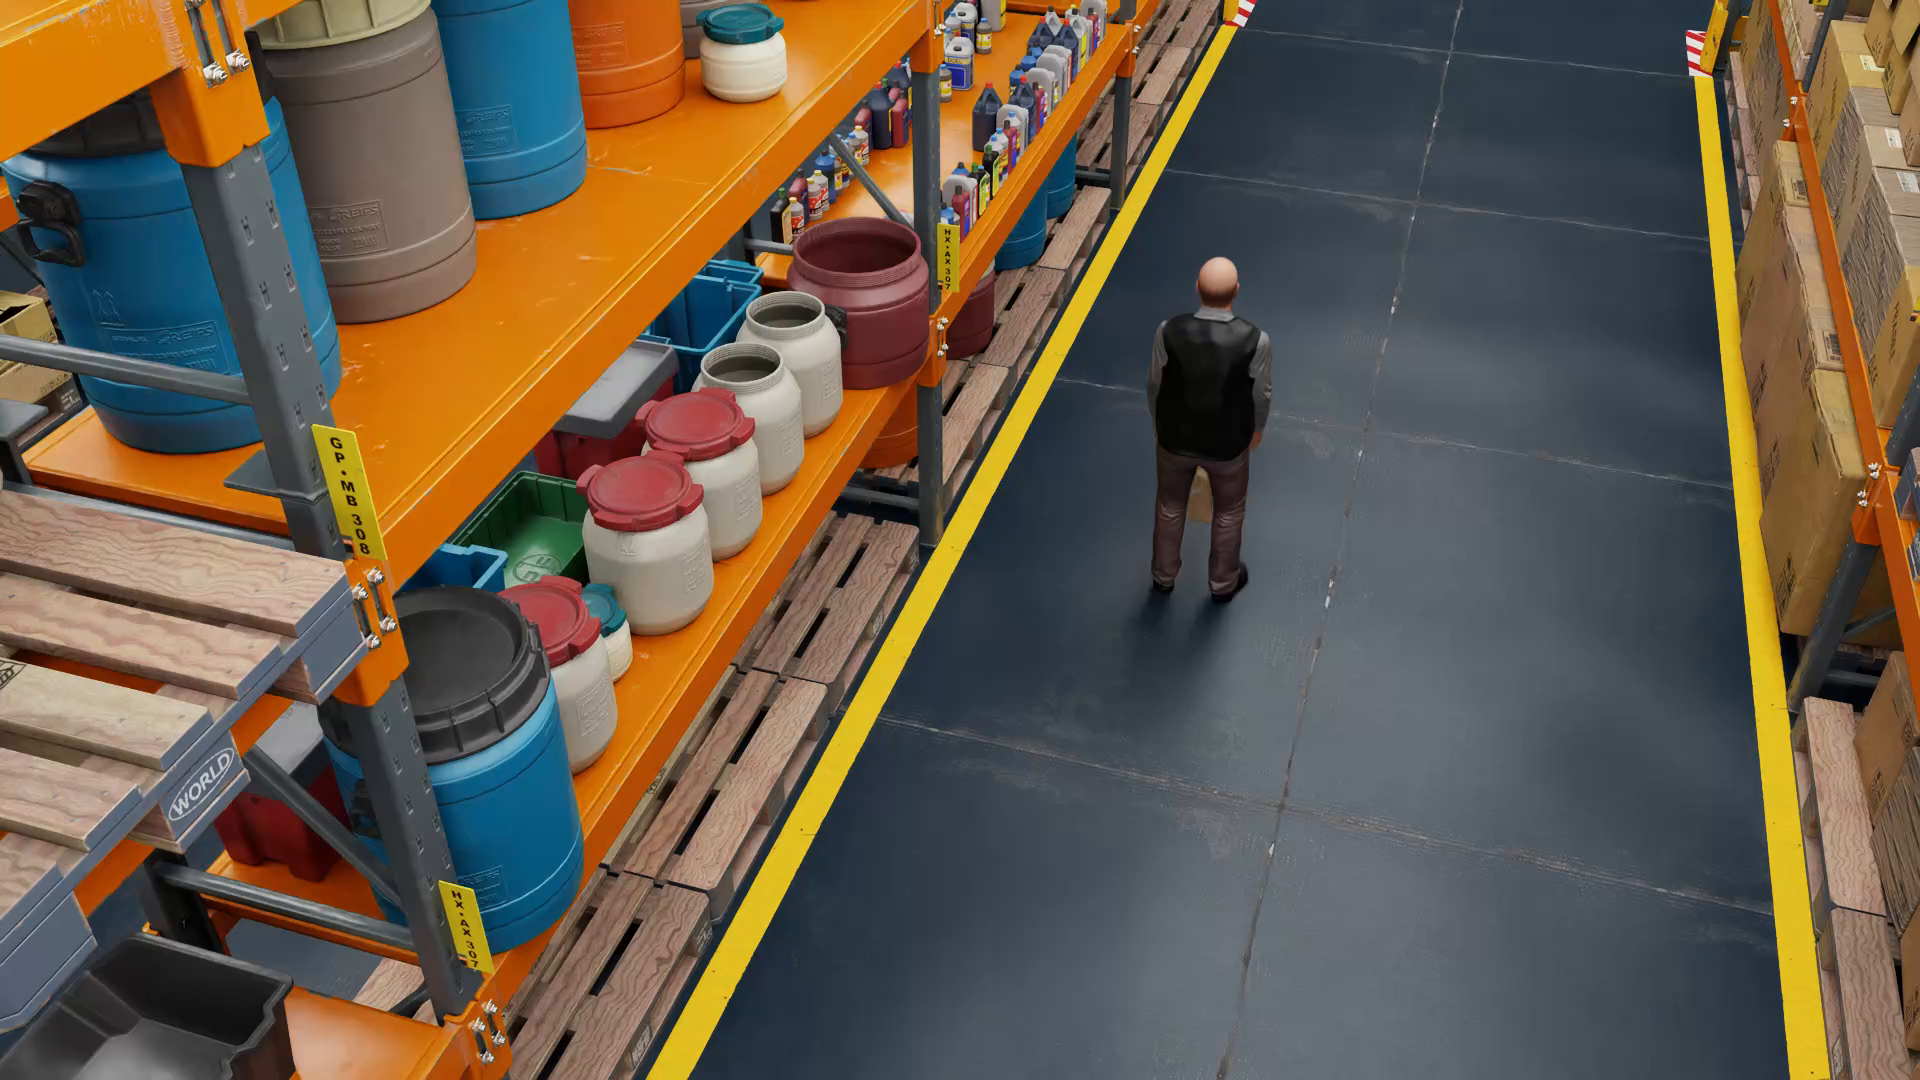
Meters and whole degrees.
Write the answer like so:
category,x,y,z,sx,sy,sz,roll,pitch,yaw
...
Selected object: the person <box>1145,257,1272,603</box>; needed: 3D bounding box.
category,x,y,z,sx,sy,sz,roll,pitch,yaw
person,1.103,-0.464,7.530,0.563,1.724,0.423,10,38,13
